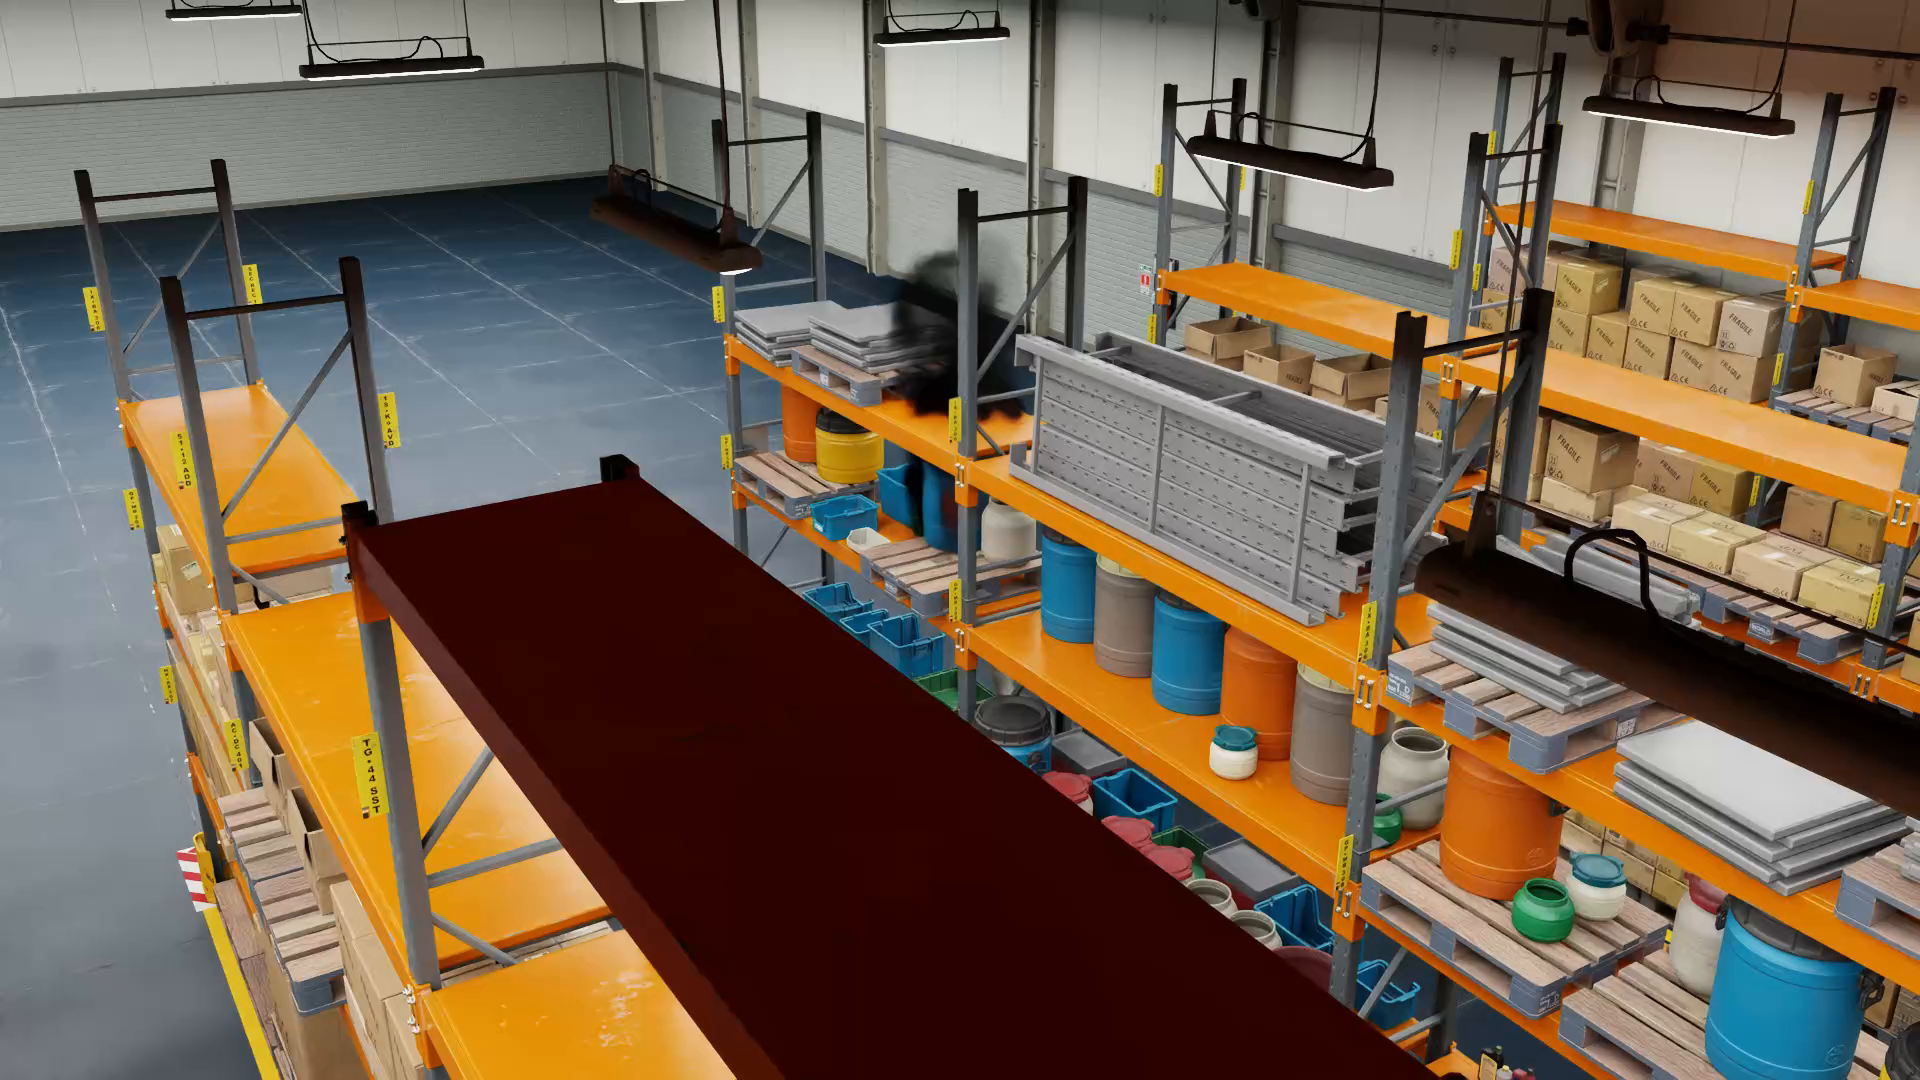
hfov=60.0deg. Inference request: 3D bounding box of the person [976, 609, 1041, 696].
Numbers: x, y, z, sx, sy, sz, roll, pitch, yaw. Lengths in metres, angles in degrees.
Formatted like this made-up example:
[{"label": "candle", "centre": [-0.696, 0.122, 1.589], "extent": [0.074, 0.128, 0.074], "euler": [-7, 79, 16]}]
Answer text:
[{"label": "person", "centre": [0.414, 1.028, 15.711], "extent": [0.679, 1.851, 0.853], "euler": [-15, 26, -32]}]
